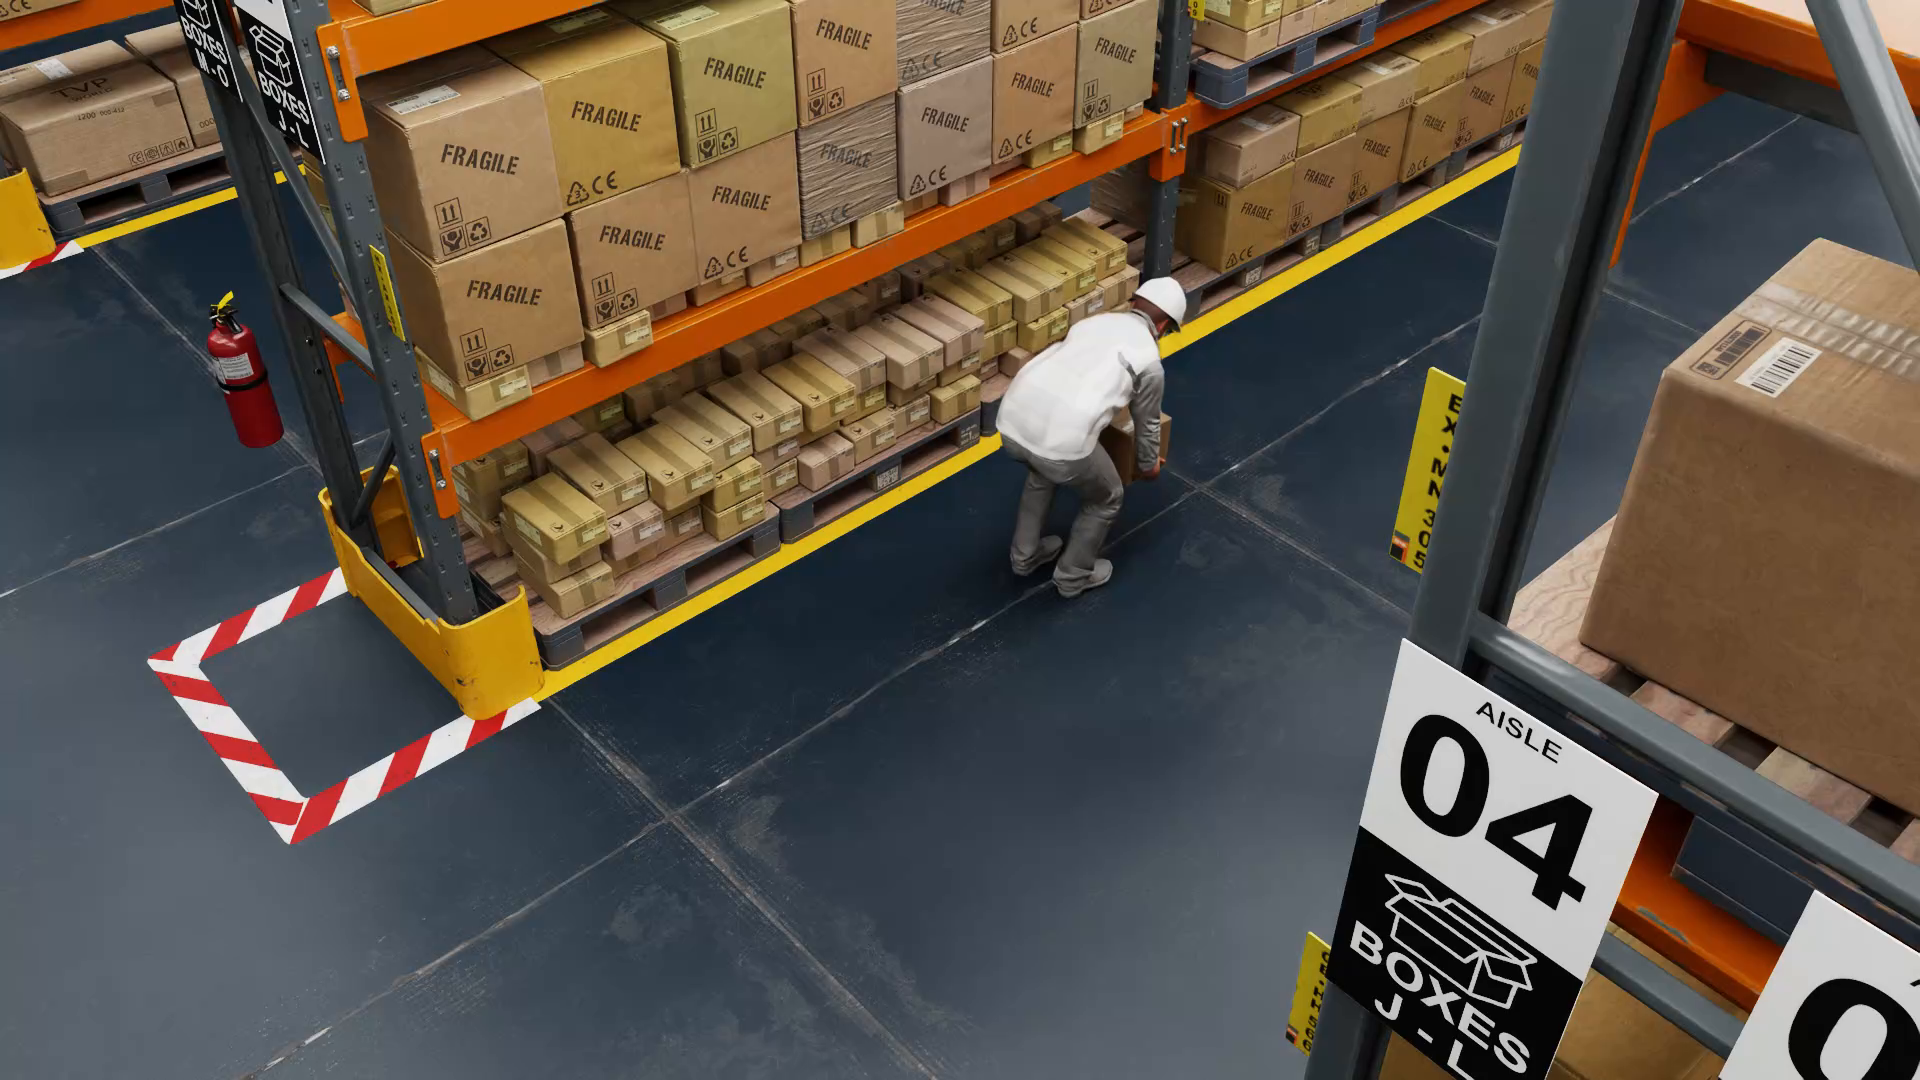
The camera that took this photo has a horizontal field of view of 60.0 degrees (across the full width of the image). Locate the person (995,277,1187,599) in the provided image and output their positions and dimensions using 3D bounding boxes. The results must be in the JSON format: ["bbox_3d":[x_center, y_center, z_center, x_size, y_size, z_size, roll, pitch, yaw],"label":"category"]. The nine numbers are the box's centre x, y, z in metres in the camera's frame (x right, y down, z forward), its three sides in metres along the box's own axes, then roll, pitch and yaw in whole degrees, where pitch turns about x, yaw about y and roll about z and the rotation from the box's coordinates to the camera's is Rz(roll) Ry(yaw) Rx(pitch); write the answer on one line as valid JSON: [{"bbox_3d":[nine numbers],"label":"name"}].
[{"bbox_3d":[0.574,-0.422,7.054,0.968,1.255,0.468,-32,49,-33],"label":"person"}]
